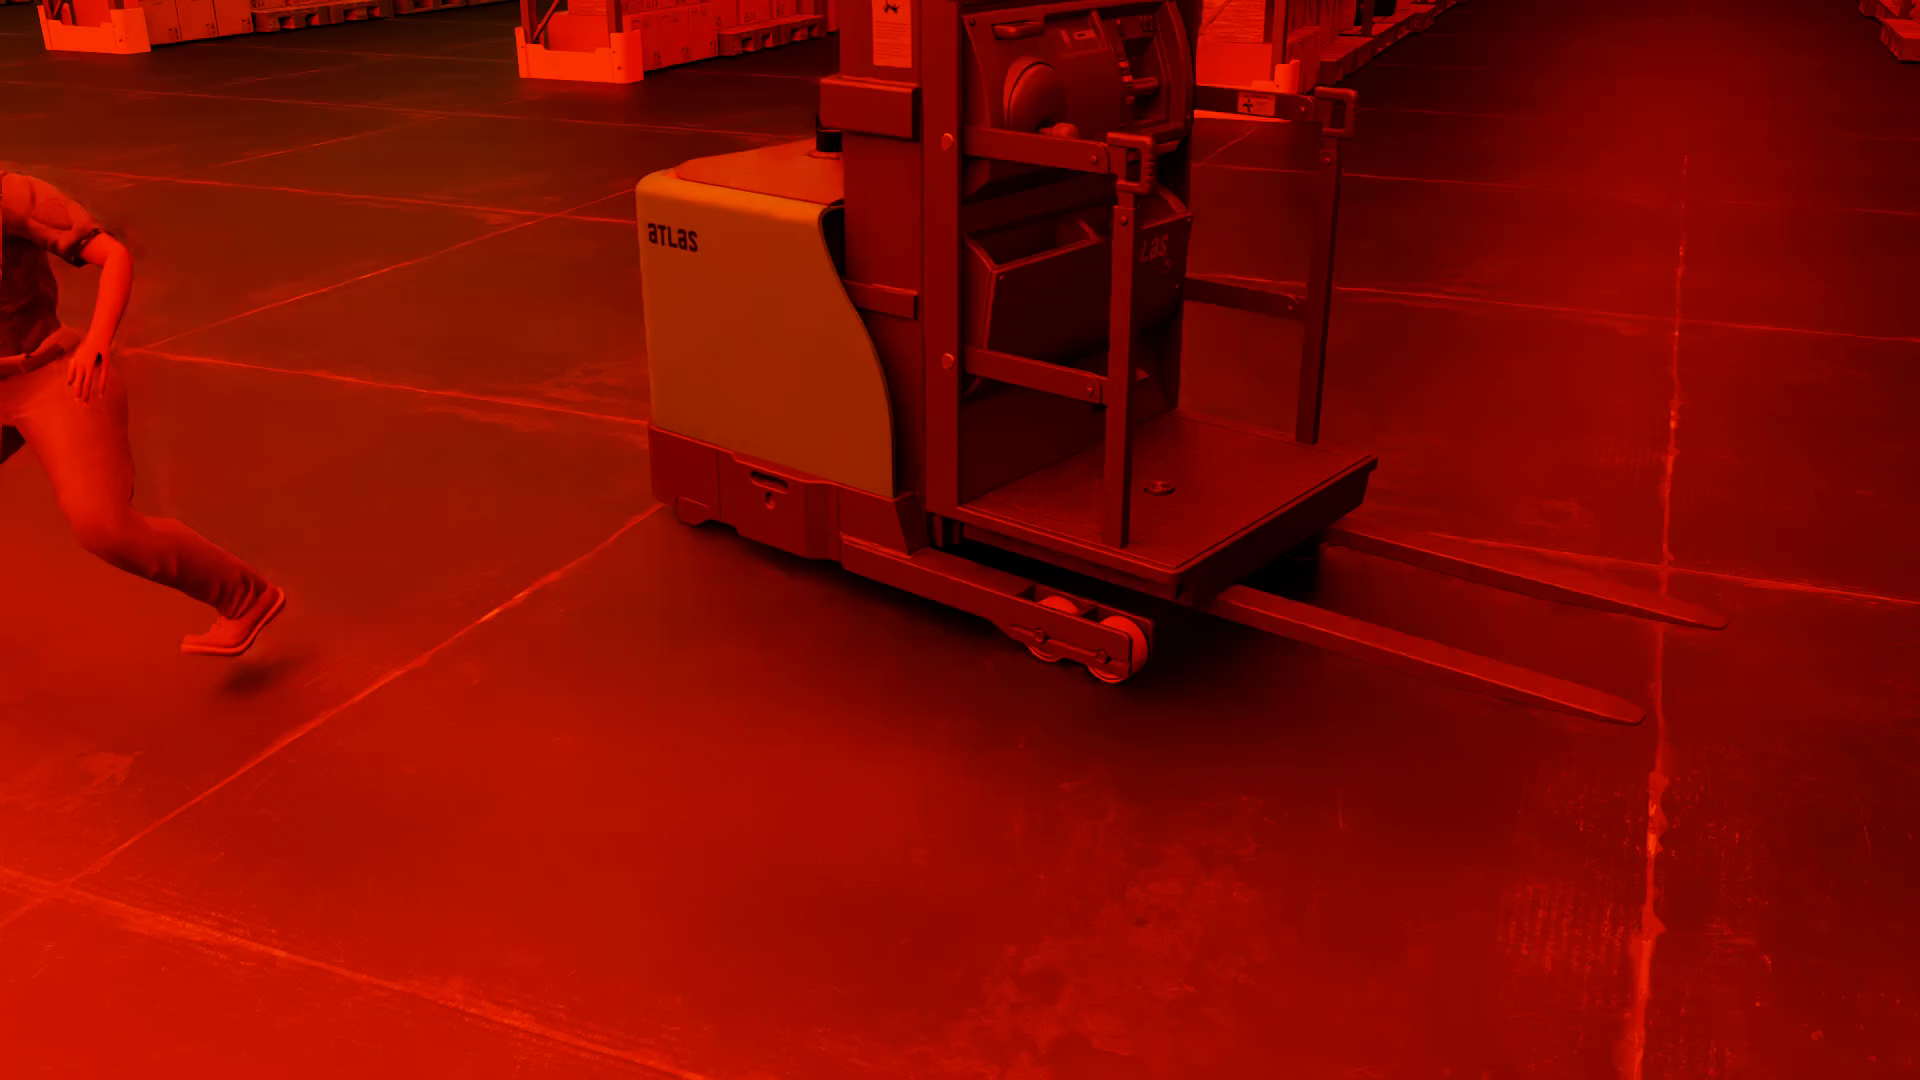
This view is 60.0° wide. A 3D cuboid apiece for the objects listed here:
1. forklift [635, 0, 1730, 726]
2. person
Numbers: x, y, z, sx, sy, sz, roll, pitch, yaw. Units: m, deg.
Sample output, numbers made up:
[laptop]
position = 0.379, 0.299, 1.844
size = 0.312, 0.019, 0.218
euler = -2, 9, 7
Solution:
[forklift]
position = 0.490, -1.220, 4.210
size = 3.031, 2.935, 1.130
euler = 17, 28, 36
[person]
position = -2.342, -0.331, 4.058
size = 1.104, 1.580, 0.525
euler = 8, 24, 18
